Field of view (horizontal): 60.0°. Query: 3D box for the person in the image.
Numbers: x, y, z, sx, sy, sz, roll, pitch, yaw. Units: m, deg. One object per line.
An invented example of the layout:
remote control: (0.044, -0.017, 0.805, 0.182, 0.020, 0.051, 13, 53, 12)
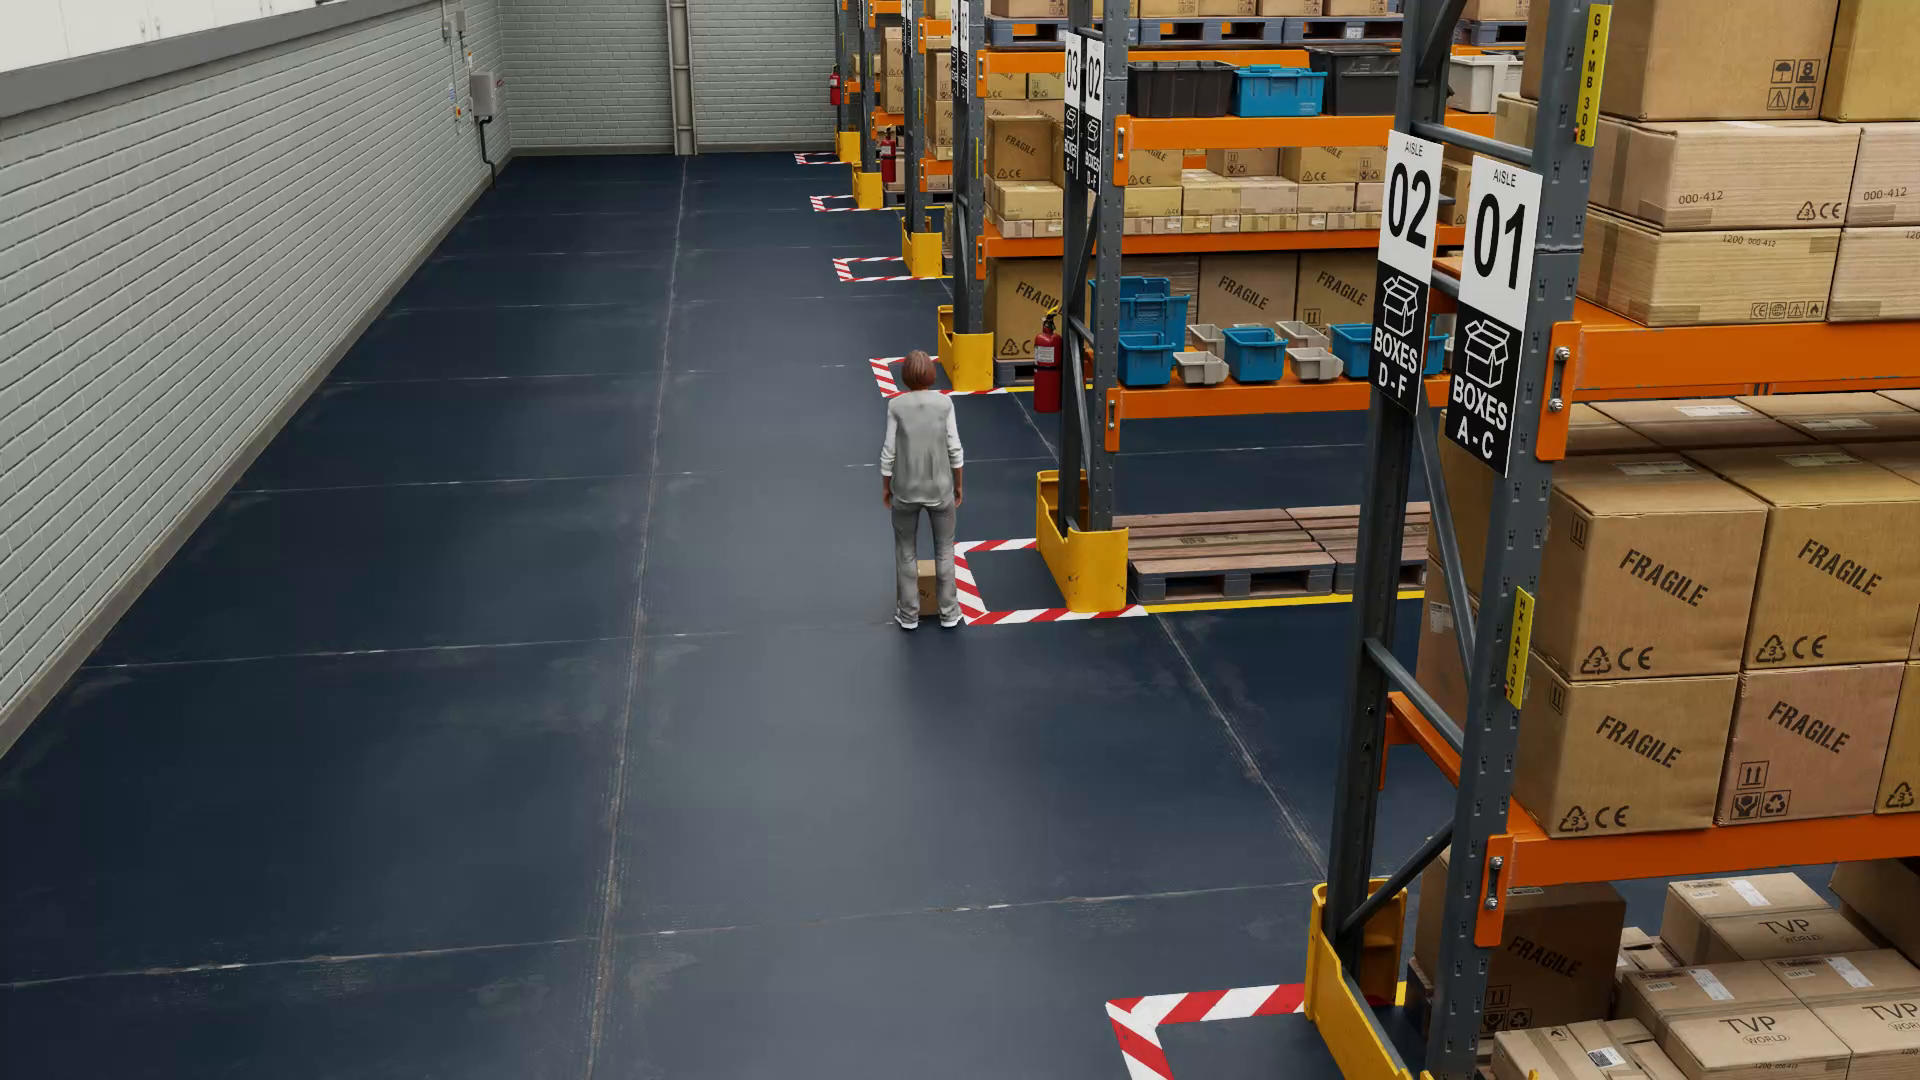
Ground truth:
person: (-0.206, -0.270, 9.320, 0.453, 1.593, 0.314, -1, 20, -4)
